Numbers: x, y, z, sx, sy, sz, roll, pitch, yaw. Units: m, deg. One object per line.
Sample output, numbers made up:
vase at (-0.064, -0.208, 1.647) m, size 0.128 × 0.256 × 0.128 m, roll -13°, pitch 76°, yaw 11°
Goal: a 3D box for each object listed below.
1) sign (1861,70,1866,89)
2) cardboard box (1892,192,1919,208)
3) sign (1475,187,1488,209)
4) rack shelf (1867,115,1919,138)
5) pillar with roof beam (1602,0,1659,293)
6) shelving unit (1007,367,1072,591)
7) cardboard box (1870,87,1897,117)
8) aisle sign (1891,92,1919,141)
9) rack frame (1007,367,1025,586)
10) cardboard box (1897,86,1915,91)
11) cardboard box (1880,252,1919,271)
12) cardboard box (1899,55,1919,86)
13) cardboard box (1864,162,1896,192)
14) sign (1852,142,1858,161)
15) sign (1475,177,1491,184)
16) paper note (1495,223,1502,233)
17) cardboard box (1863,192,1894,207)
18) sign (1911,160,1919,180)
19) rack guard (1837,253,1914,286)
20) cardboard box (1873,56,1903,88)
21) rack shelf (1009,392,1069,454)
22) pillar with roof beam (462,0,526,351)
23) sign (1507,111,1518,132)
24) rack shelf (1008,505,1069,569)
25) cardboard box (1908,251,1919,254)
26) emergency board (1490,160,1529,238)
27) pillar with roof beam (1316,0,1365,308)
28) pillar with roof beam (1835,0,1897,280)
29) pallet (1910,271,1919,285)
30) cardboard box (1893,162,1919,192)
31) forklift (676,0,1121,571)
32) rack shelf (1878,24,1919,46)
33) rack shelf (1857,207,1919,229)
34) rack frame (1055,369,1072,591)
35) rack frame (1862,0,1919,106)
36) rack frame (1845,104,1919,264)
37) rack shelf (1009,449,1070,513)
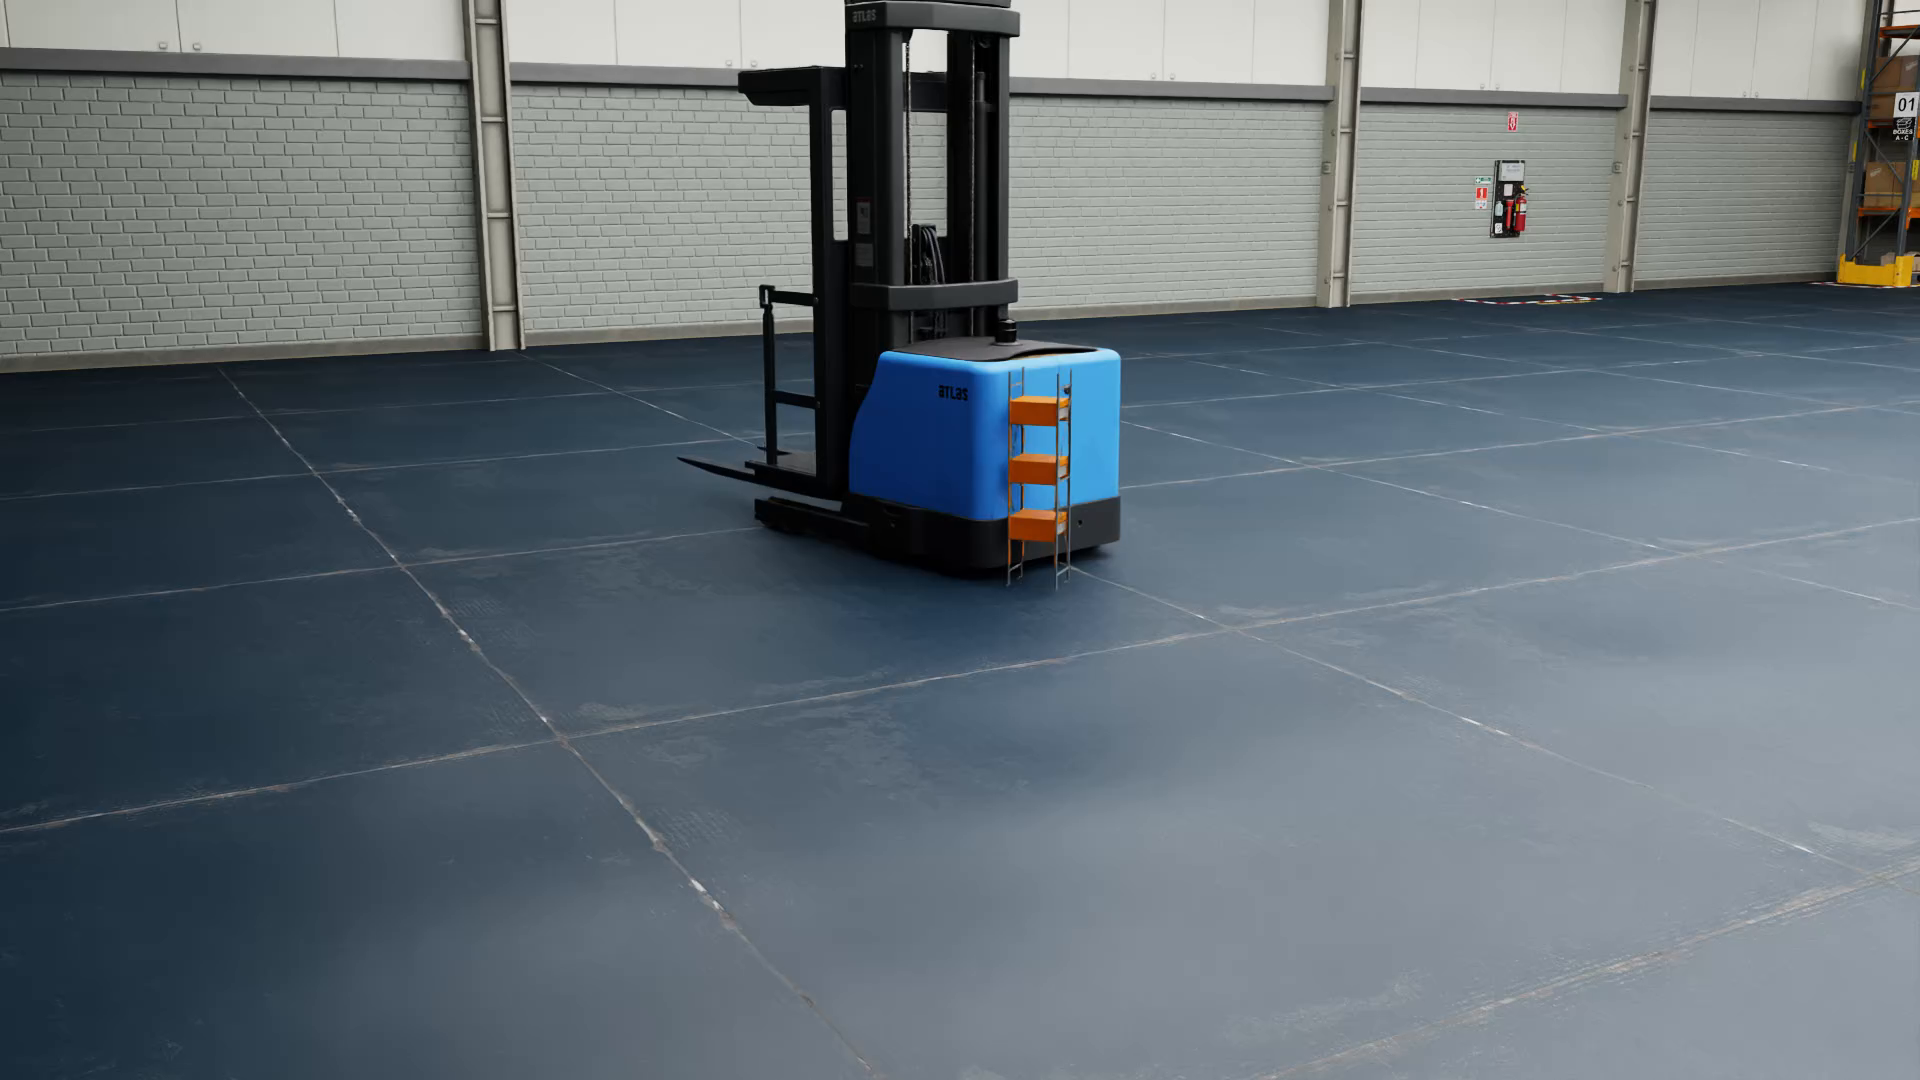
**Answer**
sign at (15.514, -7.897, 28.517) m, size 0.005 × 0.325 × 0.100 m, roll -7°, pitch 14°, yaw -28°
cardboard box at (16.342, -5.819, 28.429) m, size 0.500 × 0.250 × 0.500 m, roll -7°, pitch 15°, yaw -29°
sign at (7.973, -5.228, 25.425) m, size 0.234 × 0.329 × 0.001 m, roll -7°, pitch 14°, yaw -28°
rack shelf at (17.517, -7.215, 29.143) m, size 4.000 × 0.370 × 1.077 m, roll -7°, pitch 14°, yaw -28°
pillar with roof beam at (12.758, -7.598, 22.377) m, size 0.400 × 9.000 × 9.100 m, roll -7°, pitch 14°, yaw -28°
shelving unit at (0.385, -0.298, 8.042) m, size 0.252 × 1.050 × 0.215 m, roll 5°, pitch 14°, yaw 22°
cardboard box at (16.007, -7.507, 28.528) m, size 0.500 × 0.500 × 0.500 m, roll -6°, pitch 14°, yaw -24°
aisle sign at (15.843, -7.095, 27.883) m, size 0.004 × 0.787 × 0.394 m, roll -7°, pitch 14°, yaw -28°
rack frame at (0.272, -0.308, 8.087) m, size 0.008 × 1.050 × 0.200 m, roll 5°, pitch 14°, yaw 22°
cardboard box at (16.175, -7.401, 28.058) m, size 0.500 × 0.500 × 0.500 m, roll -6°, pitch 14°, yaw -26°
cardboard box at (16.412, -4.850, 28.952) m, size 0.500 × 0.311 × 0.500 m, roll -9°, pitch 15°, yaw -34°
cardboard box at (16.216, -7.896, 27.979) m, size 0.500 × 0.500 × 0.500 m, roll -8°, pitch 15°, yaw -32°
cardboard box at (16.074, -6.285, 28.793) m, size 0.500 × 0.500 × 0.500 m, roll -7°, pitch 14°, yaw -28°
sign at (15.514, -6.720, 28.782) m, size 0.005 × 0.325 × 0.100 m, roll -7°, pitch 14°, yaw -28°
sign at (7.982, -5.485, 25.362) m, size 0.331 × 0.109 × 0.001 m, roll -7°, pitch 14°, yaw -28°
paper note at (8.320, -4.814, 25.672) m, size 0.142 × 0.148 × 0.016 m, roll -7°, pitch 14°, yaw -28°
cardboard box at (16.079, -5.915, 28.857) m, size 0.500 × 0.250 × 0.500 m, roll -7°, pitch 14°, yaw -27°
sign at (16.022, -6.210, 27.899) m, size 0.005 × 0.325 × 0.100 m, roll -7°, pitch 14°, yaw -28°
rack guard at (15.829, -4.681, 28.769) m, size 0.348 × 0.500 × 1.175 m, roll -7°, pitch 14°, yaw -28°
cardboard box at (16.015, -7.998, 28.432) m, size 0.500 × 0.500 × 0.500 m, roll -6°, pitch 14°, yaw -25°
rack shelf at (0.385, -0.564, 7.982) m, size 0.240 × 0.259 × 0.215 m, roll 5°, pitch 14°, yaw 22°
pillar with roof beam at (-3.041, -5.705, 13.963) m, size 0.400 × 9.000 × 9.100 m, roll -7°, pitch 14°, yaw -28°
sign at (8.453, -6.398, 25.426) m, size 0.199 × 0.298 × 0.001 m, roll -7°, pitch 14°, yaw -28°
rack shelf at (0.385, -0.016, 8.105) m, size 0.240 × 0.259 × 0.215 m, roll 5°, pitch 14°, yaw 22°
cardboard box at (16.913, -4.910, 29.218) m, size 0.500 × 0.311 × 0.500 m, roll -6°, pitch 14°, yaw -23°
emergency board at (8.508, -5.249, 25.599) m, size 0.643 × 1.169 × 0.194 m, roll -7°, pitch 14°, yaw -28°
pillar with roof beam at (7.492, -6.967, 19.572) m, size 0.400 × 9.000 × 9.100 m, roll -7°, pitch 14°, yaw -28°
pillar with roof beam at (18.025, -8.230, 25.182) m, size 0.400 × 9.000 × 9.100 m, roll -7°, pitch 14°, yaw -28°
pallet at (16.559, -4.618, 29.150) m, size 1.213 × 0.211 × 1.003 m, roll -7°, pitch 14°, yaw -28°
cardboard box at (16.325, -6.187, 28.356) m, size 0.500 × 0.500 × 0.500 m, roll -7°, pitch 14°, yaw -28°
forklift at (-0.514, -1.535, 9.254) m, size 1.130 × 2.935 × 3.031 m, roll -11°, pitch 17°, yaw -41°
rack shelf at (17.517, -8.677, 28.814) m, size 4.000 × 0.370 × 1.077 m, roll -7°, pitch 14°, yaw -28°
rack shelf at (17.517, -5.752, 29.473) m, size 4.000 × 0.370 × 1.077 m, roll -7°, pitch 14°, yaw -28°
rack frame at (0.498, -0.288, 7.996) m, size 0.008 × 1.050 × 0.200 m, roll 5°, pitch 14°, yaw 22°
rack frame at (15.762, -8.819, 27.800) m, size 0.127 × 3.000 × 1.000 m, roll -7°, pitch 14°, yaw -28°
rack frame at (15.762, -5.892, 28.459) m, size 0.127 × 3.000 × 1.000 m, roll -7°, pitch 14°, yaw -28°
rack shelf at (0.385, -0.288, 8.044) m, size 0.240 × 0.259 × 0.215 m, roll 5°, pitch 14°, yaw 22°
